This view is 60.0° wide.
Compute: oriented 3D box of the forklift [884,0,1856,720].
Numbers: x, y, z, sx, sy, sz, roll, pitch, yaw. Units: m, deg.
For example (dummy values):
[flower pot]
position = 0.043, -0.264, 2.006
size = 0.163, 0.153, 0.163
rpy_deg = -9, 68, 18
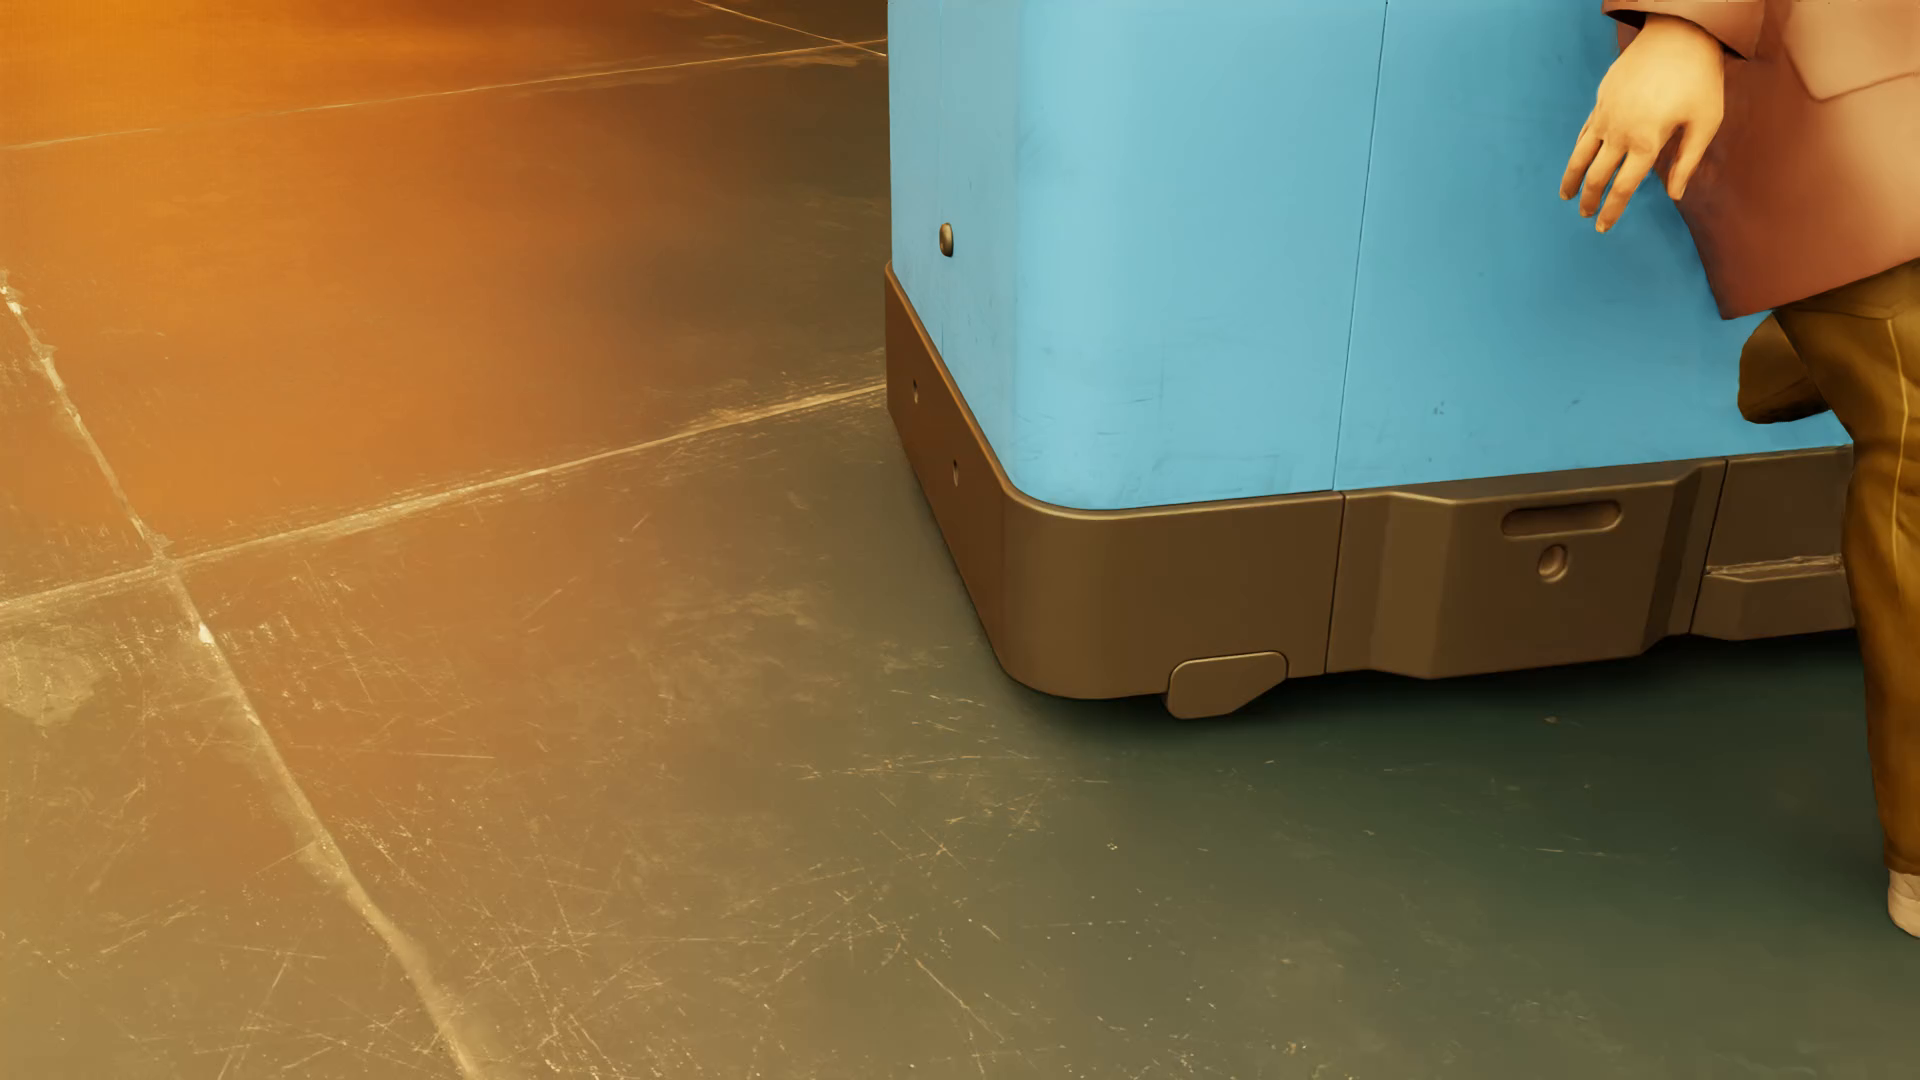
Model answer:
[forklift]
position = 1.449, -1.415, 2.052
size = 3.031, 2.935, 1.130
rpy_deg = -5, 27, -10

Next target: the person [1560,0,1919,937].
[person]
position = 0.931, -0.478, 1.560
size = 0.991, 1.703, 0.799
rpy_deg = 17, 31, 30
